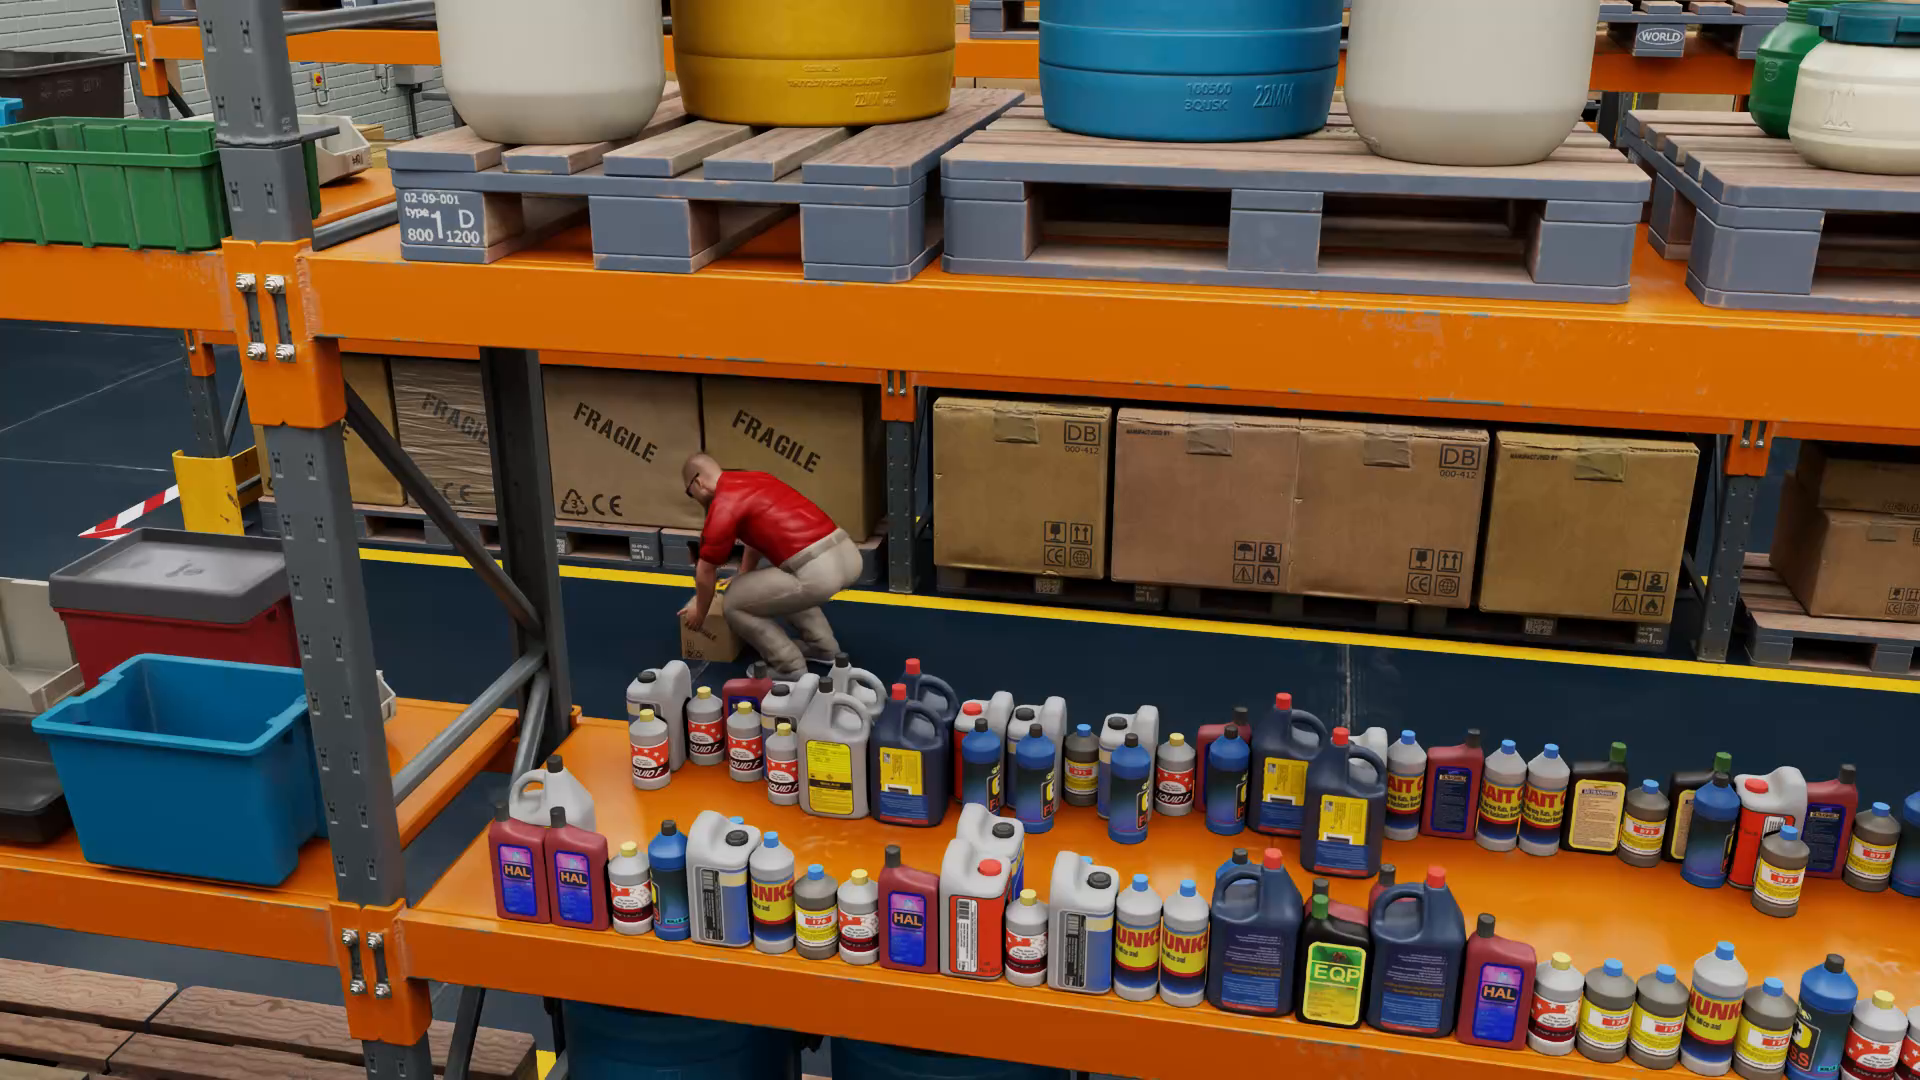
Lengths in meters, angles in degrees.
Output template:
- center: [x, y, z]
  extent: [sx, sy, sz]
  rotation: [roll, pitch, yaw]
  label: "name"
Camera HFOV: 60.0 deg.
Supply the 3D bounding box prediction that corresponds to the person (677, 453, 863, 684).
- center: [-0.896, 0.130, 7.731]
  extent: [0.860, 1.036, 0.572]
  rotation: [11, 24, 26]
  label: "person"
